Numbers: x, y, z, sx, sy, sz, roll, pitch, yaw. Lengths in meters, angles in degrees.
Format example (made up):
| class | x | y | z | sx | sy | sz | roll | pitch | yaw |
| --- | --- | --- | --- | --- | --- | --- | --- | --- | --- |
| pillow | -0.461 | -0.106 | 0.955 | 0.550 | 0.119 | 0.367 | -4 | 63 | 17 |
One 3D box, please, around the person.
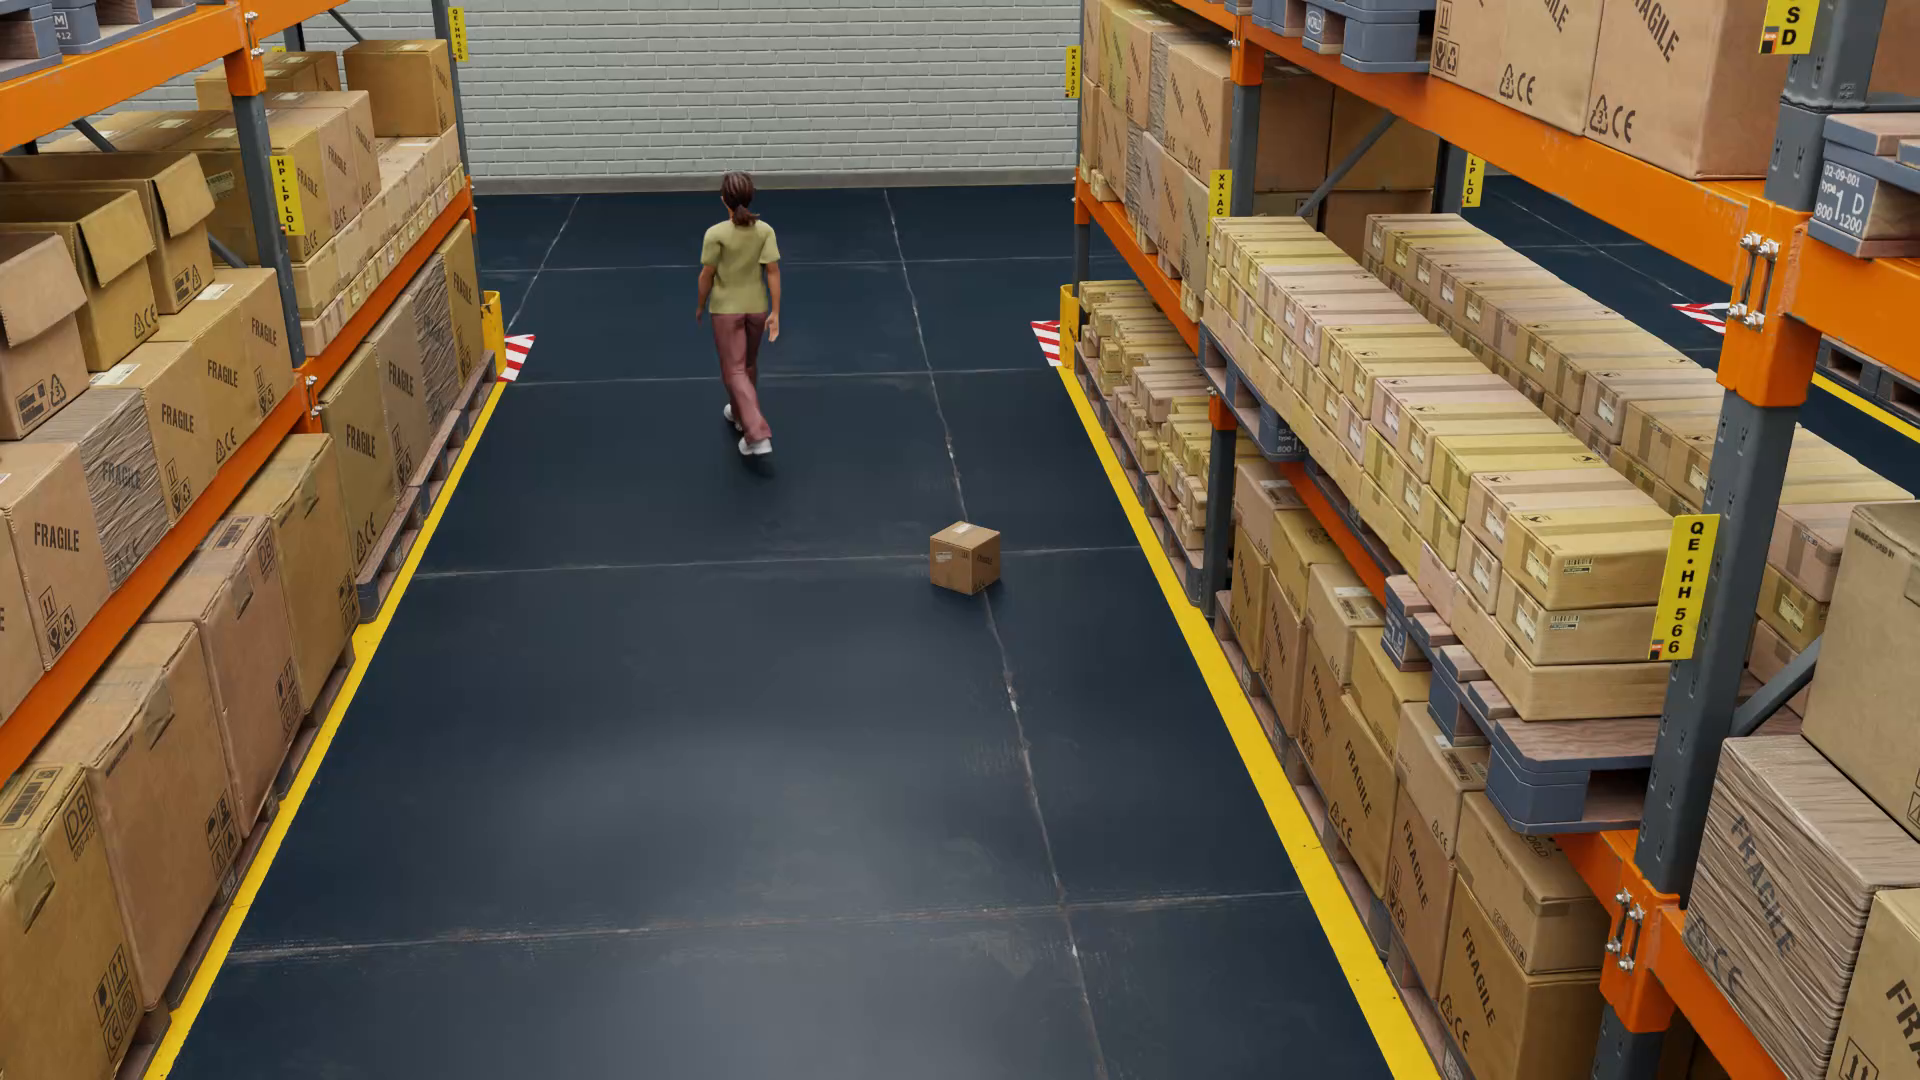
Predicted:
| class | x | y | z | sx | sy | sz | roll | pitch | yaw |
| --- | --- | --- | --- | --- | --- | --- | --- | --- | --- |
| person | -1.279 | -1.319 | 9.589 | 0.448 | 1.627 | 0.989 | -13 | 27 | -27 |
